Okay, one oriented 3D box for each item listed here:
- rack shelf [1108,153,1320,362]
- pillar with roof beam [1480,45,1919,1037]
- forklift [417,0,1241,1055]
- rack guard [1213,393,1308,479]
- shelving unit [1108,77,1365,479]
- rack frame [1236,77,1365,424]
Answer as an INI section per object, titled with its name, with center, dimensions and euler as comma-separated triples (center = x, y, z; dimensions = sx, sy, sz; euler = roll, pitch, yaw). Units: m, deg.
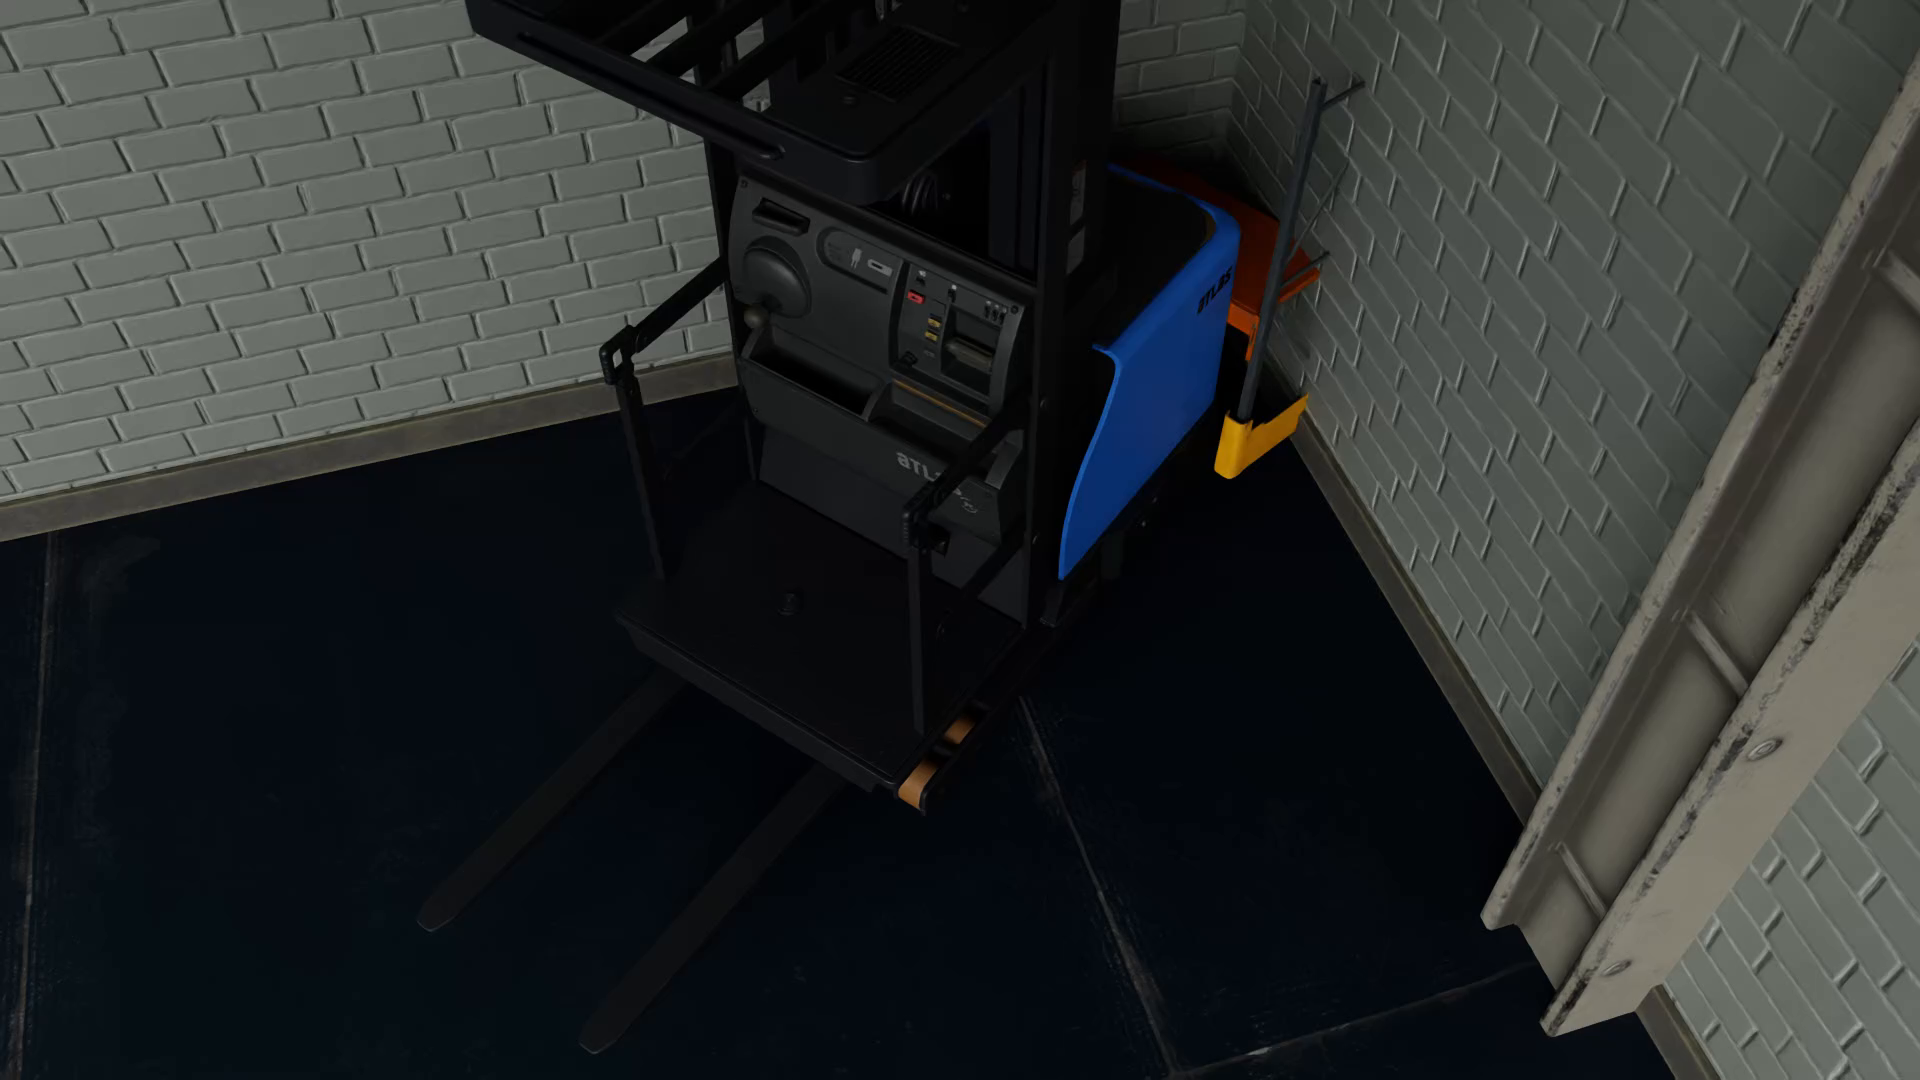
[rack shelf]
center = 0.781, -1.035, 5.789
dimensions = 1.000, 0.185, 0.538
euler = 36, 53, 28
[pillar with roof beam]
center = -2.399, -0.732, 0.481
dimensions = 9.100, 9.000, 0.400
euler = -13, 51, -11
[forklift]
center = -0.357, -0.555, 4.301
dimensions = 1.130, 2.935, 3.031
euler = 28, 55, 22
[rack guard]
center = 1.119, -0.456, 5.866
dimensions = 0.087, 0.250, 0.587
euler = 36, 53, 28
[shelving unit]
center = 0.798, -1.157, 5.657
dimensions = 1.083, 1.500, 0.587
euler = 36, 53, 28
[rack frame]
center = 1.154, -0.897, 5.424
dimensions = 0.032, 1.500, 0.500
euler = 36, 53, 28
